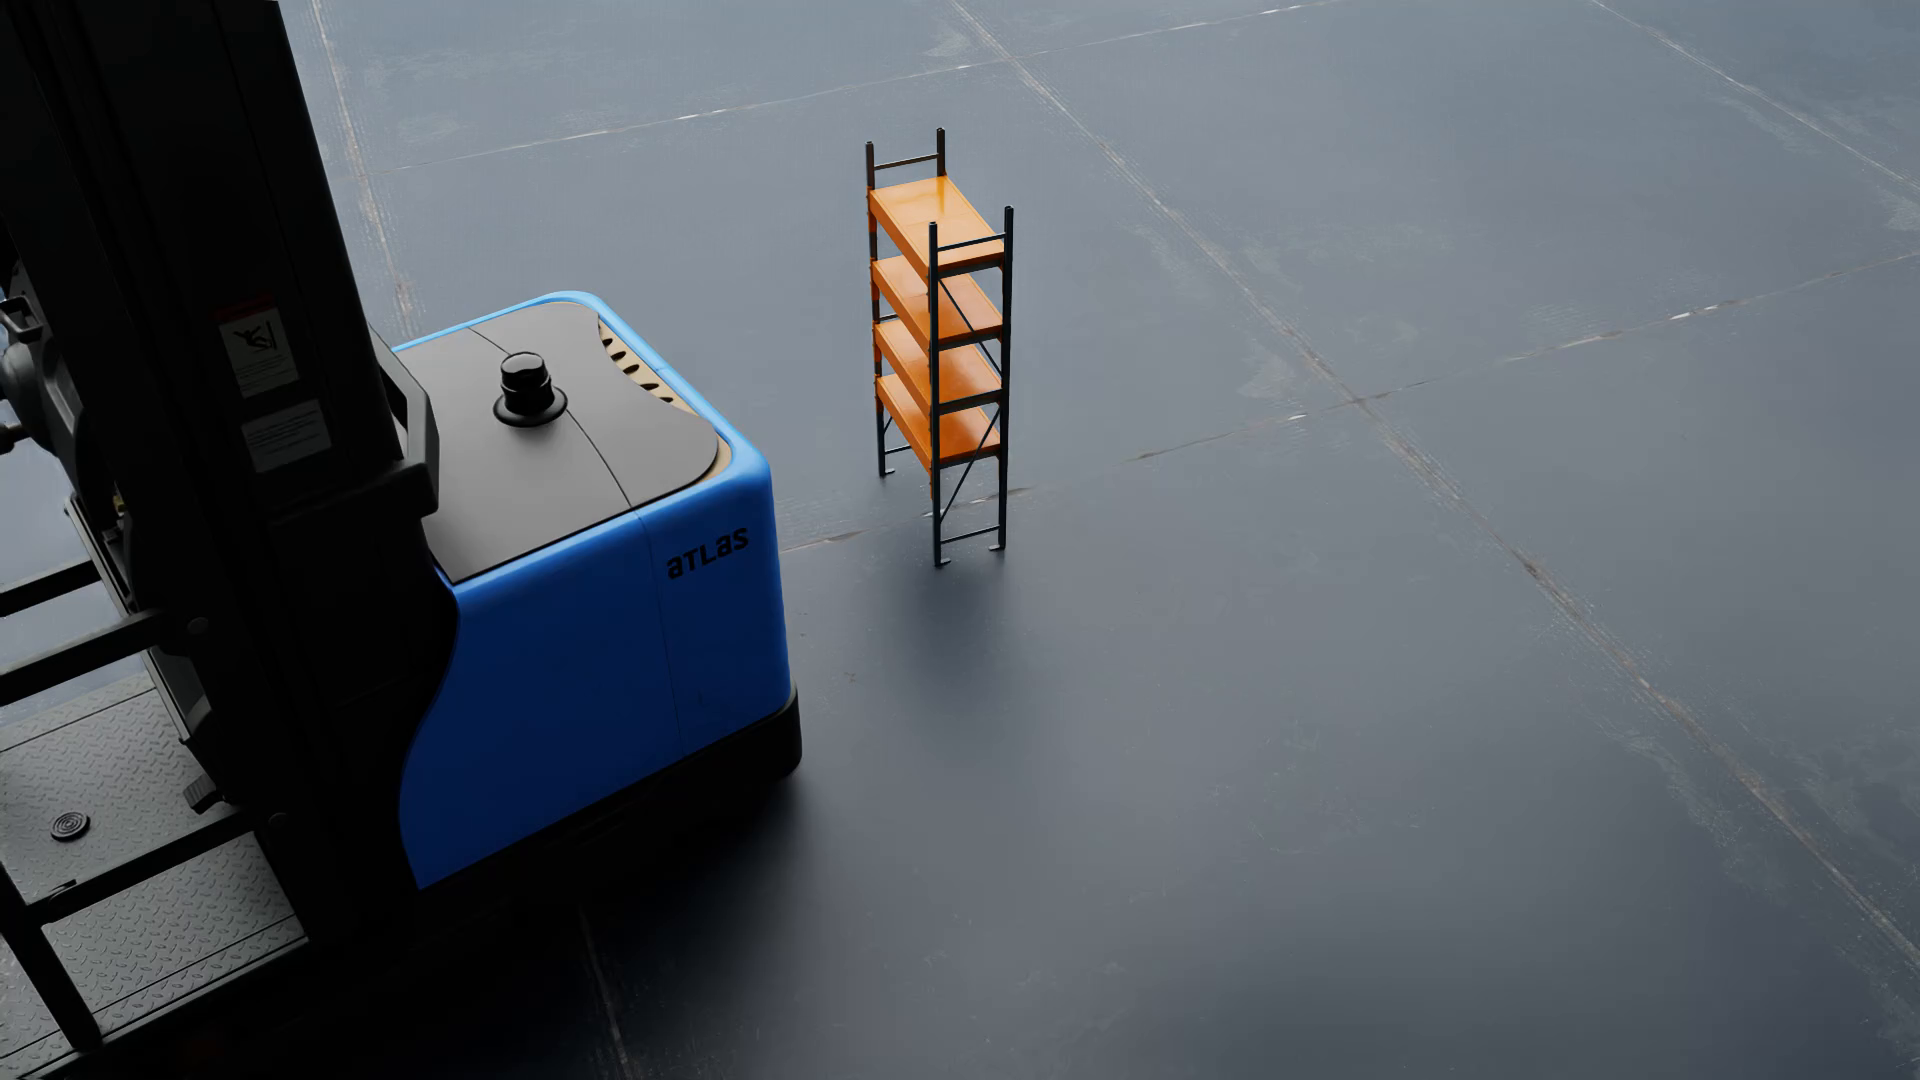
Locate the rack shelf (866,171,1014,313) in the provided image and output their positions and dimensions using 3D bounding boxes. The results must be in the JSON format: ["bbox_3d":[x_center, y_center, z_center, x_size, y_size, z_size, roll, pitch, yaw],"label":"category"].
[{"bbox_3d":[-0.063,-0.853,4.719,0.258,0.148,0.480,-15,43,-17],"label":"rack shelf"}]

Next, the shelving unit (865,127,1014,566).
[{"bbox_3d":[-0.063,-0.555,4.975,0.258,1.200,0.503,-15,43,-17],"label":"shelving unit"}]

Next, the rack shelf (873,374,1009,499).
[{"bbox_3d":[-0.063,-0.353,5.148,0.258,0.148,0.480,-15,43,-17],"label":"rack shelf"}]

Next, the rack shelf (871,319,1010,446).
[{"bbox_3d":[-0.063,-0.504,5.019,0.258,0.148,0.480,-15,43,-17],"label":"rack shelf"}]

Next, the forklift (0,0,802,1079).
[{"bbox_3d":[-1.914,-0.161,3.190,3.031,2.935,1.130,-25,47,-27],"label":"forklift"}]

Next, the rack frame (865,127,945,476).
[{"bbox_3d":[-0.157,-0.702,5.146,0.240,1.200,0.015,-15,43,-17],"label":"rack frame"}]

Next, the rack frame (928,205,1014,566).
[{"bbox_3d":[0.030,-0.408,4.804,0.240,1.200,0.015,-15,43,-17],"label":"rack frame"}]

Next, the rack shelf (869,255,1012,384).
[{"bbox_3d":[-0.063,-0.673,4.873,0.258,0.148,0.480,-15,43,-17],"label":"rack shelf"}]
